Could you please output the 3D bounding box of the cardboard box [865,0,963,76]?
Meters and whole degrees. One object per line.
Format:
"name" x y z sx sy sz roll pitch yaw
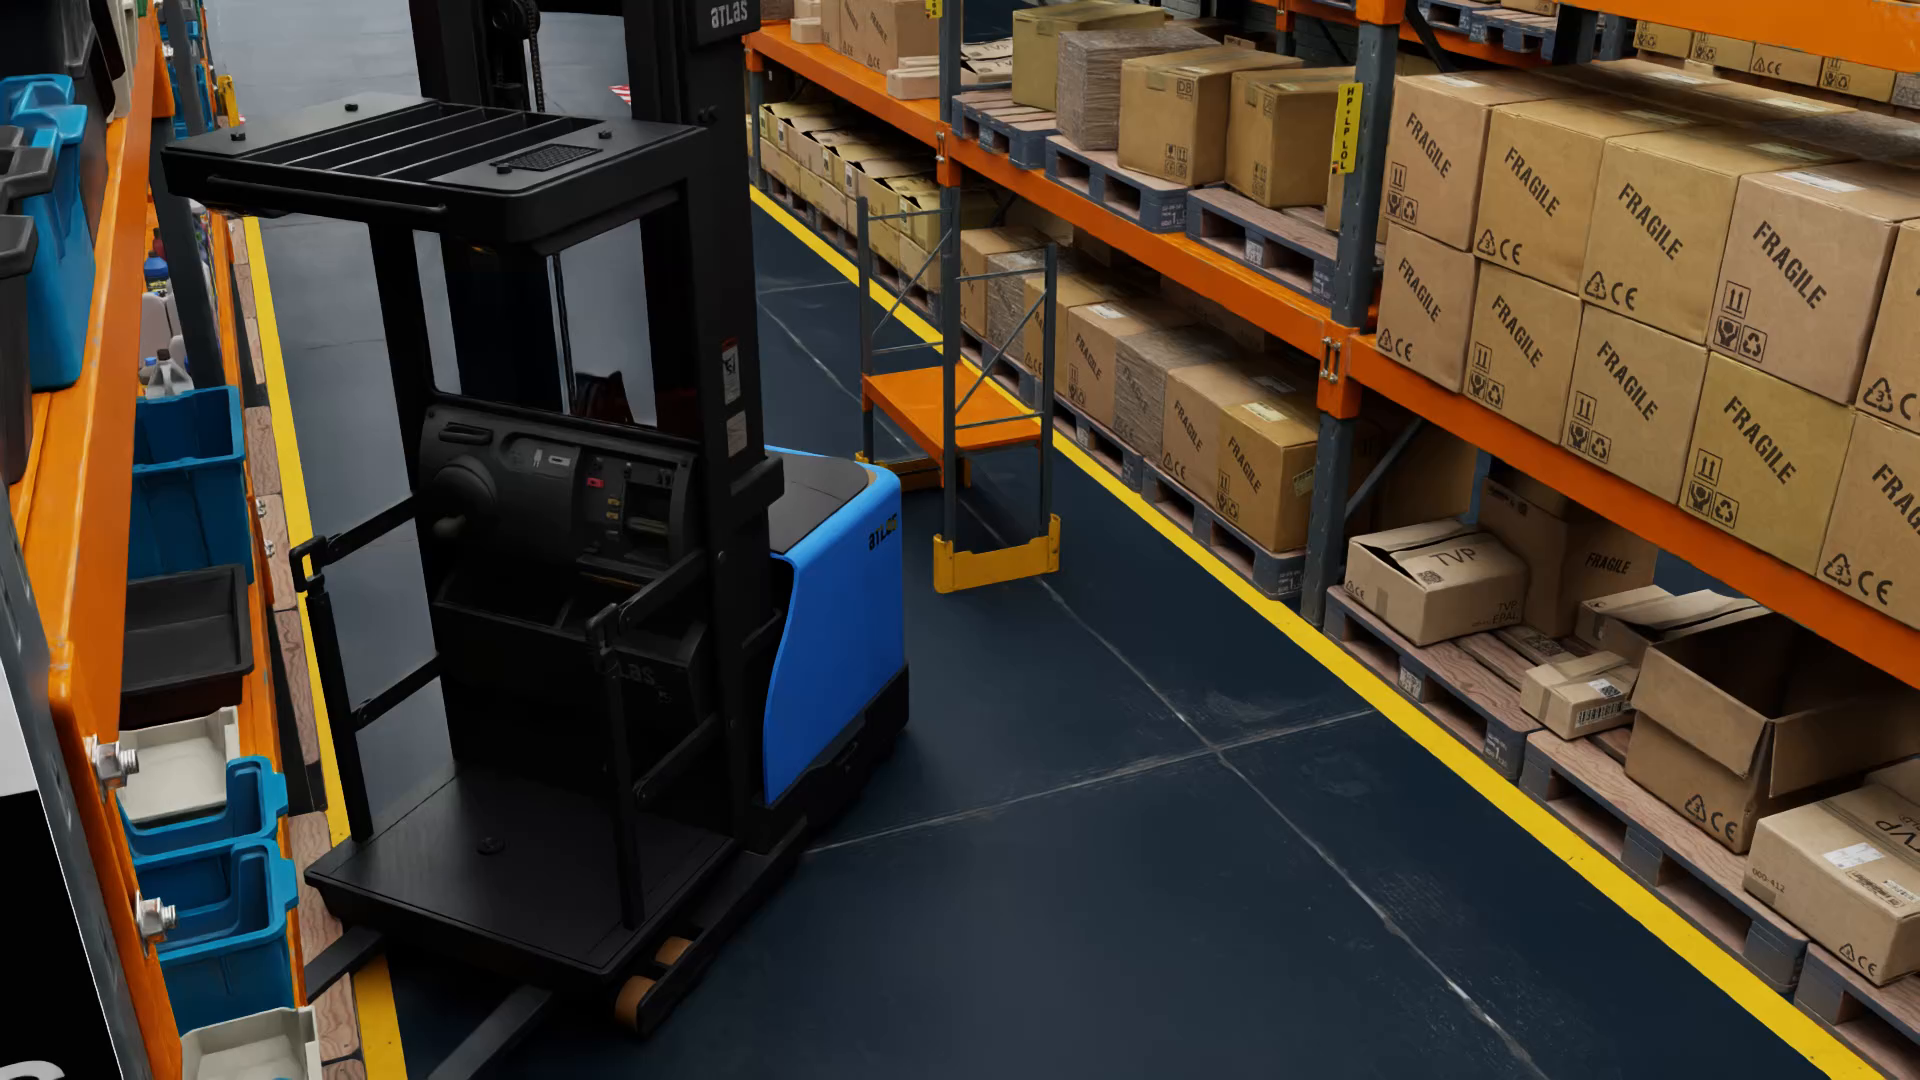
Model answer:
"cardboard box" -0.310 -3.419 11.219 0.500 0.500 0.500 -12 29 -23

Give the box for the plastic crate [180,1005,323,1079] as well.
"plastic crate" -1.173 0.898 2.725 0.250 0.136 0.298 -11 28 -21

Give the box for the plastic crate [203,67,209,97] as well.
"plastic crate" -4.822 -2.715 10.133 0.450 0.188 0.662 -11 28 -21

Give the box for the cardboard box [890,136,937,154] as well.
"cardboard box" -0.186 -2.791 12.063 0.500 0.311 0.500 -11 28 -21

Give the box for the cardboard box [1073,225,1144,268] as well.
"cardboard box" 0.970 -1.751 9.411 0.500 0.250 0.500 -9 28 -19

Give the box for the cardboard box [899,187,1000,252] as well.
"cardboard box" -0.070 -2.073 10.594 0.500 0.311 0.500 -10 28 -19

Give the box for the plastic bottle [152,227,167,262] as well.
"plastic bottle" -3.259 -1.146 6.812 0.061 0.283 0.133 -11 28 -21

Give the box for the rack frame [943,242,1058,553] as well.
"rack frame" 0.166 -0.503 7.071 0.500 1.500 0.032 -11 28 -21

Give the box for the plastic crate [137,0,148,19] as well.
"plastic crate" -2.187 -1.368 3.957 0.450 0.188 0.662 -11 28 -21

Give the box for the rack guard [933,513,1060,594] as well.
"rack guard" 0.165 0.058 7.346 0.587 0.250 0.087 -11 28 -21

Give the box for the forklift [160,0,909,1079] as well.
"forklift" -1.261 -0.102 4.618 1.130 2.935 3.031 11 28 22

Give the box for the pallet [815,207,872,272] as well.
"pallet" -0.398 -2.277 12.173 1.003 0.211 1.213 -11 28 -21

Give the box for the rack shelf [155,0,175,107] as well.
"rack shelf" -3.414 -2.067 5.965 1.077 0.370 4.000 -11 28 -21

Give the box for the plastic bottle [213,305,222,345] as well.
"plastic bottle" -2.844 -0.823 6.244 0.097 0.201 0.097 0 26 0

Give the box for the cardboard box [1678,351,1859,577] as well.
"cardboard box" 2.475 -0.263 4.756 0.500 0.500 0.500 -11 28 -21

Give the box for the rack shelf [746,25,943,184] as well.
"rack shelf" -0.421 -3.183 11.671 1.077 0.370 4.000 -11 28 -21

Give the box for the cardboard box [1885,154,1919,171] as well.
"cardboard box" 2.961 -0.806 4.728 0.500 0.500 0.500 -11 28 -21

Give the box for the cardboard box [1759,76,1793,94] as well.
"cardboard box" 5.273 -2.867 10.466 0.380 0.149 0.250 -10 28 -19

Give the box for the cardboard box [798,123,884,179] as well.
"cardboard box" -0.877 -2.898 12.282 0.500 0.311 0.500 -12 28 -22

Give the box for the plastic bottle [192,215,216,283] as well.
"plastic bottle" -3.175 -1.205 6.855 0.144 0.351 0.185 -11 28 -21

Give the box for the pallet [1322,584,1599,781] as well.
"pallet" 2.197 0.446 6.596 1.003 0.211 1.213 -11 28 -21

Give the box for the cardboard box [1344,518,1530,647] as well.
"cardboard box" 1.894 0.133 6.622 0.500 0.311 0.500 -11 28 -21

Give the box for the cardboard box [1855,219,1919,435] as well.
"cardboard box" 2.662 -0.509 4.119 0.500 0.500 0.500 -10 28 -19

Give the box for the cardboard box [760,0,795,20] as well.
"cardboard box" -1.384 -4.537 13.510 0.700 0.500 0.500 -11 28 -22

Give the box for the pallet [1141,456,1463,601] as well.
"pallet" 1.575 -0.153 7.823 1.003 0.211 1.213 -11 28 -21

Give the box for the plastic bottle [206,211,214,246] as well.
"plastic bottle" -3.413 -1.410 7.445 0.097 0.201 0.097 0 26 0

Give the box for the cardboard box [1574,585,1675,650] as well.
"cardboard box" 2.615 0.321 6.421 0.380 0.149 0.250 -11 28 -21

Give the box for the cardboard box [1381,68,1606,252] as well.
"cardboard box" 1.854 -1.340 5.822 0.500 0.500 0.500 -10 28 -19

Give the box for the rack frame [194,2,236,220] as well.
"rack frame" -5.764 -3.464 11.427 1.000 3.000 0.127 -11 28 -21

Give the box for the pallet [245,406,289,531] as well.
"pallet" -3.850 -0.285 8.094 1.003 0.211 1.213 -11 28 -21

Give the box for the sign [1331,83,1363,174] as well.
"sign" 1.419 -1.508 6.100 0.100 0.325 0.005 -11 28 -21

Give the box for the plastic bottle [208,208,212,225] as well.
"plastic bottle" -3.556 -1.614 7.770 0.061 0.283 0.133 -11 28 -21

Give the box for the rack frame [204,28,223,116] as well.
"rack frame" -7.330 -5.079 14.734 1.000 3.000 0.127 -11 28 -21

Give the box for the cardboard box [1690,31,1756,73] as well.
"cardboard box" 5.070 -3.286 10.586 0.500 0.500 0.500 -10 28 -19

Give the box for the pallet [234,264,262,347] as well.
"pallet" -4.939 -1.408 10.393 1.003 0.211 1.213 -11 28 -21

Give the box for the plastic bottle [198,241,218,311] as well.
"plastic bottle" -3.050 -1.076 6.591 0.144 0.351 0.185 -11 28 -21

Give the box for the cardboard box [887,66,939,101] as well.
"cardboard box" -0.244 -2.902 10.561 0.380 0.149 0.250 -11 28 -21

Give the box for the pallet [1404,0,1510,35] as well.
"pallet" 4.106 -4.258 13.270 1.003 0.211 1.213 -11 28 -21

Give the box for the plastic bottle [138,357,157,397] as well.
"plastic bottle" -2.712 -0.517 5.616 0.097 0.201 0.097 0 26 0

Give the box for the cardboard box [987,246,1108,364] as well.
"cardboard box" 0.488 -1.330 9.404 0.500 0.500 0.500 -12 28 -22

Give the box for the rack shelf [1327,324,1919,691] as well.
"rack shelf" 2.712 0.046 5.056 1.077 0.370 4.000 -11 28 -21

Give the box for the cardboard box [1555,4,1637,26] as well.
"cardboard box" 4.725 -3.982 11.872 0.700 0.500 0.500 -14 29 -27

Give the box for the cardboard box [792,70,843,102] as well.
"cardboard box" -1.098 -3.845 14.007 0.500 0.500 0.500 -11 28 -21

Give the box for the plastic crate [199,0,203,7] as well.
"plastic crate" -6.610 -4.599 13.919 0.499 0.251 0.408 -11 28 -21

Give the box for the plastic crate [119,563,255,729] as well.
"plastic crate" -1.945 0.268 4.028 0.437 0.125 0.590 -11 28 -21

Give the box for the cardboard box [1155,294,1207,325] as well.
"cardboard box" 1.358 -1.017 8.761 0.500 0.500 0.500 -12 28 -23

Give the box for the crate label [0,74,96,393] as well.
"crate label" -1.128 -0.329 1.756 0.408 0.251 0.502 -11 28 -21

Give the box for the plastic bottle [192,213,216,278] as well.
"plastic bottle" -3.199 -1.246 7.016 0.061 0.283 0.133 -11 28 -21

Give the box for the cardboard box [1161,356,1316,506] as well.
"cardboard box" 1.286 -0.510 7.723 0.500 0.500 0.500 -10 28 -20

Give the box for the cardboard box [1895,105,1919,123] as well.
"cardboard box" 5.635 -2.441 9.595 0.380 0.149 0.250 -11 28 -22

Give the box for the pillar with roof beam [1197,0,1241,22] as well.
"pillar with roof beam" -1.105 -8.604 15.115 9.100 9.000 0.400 -11 28 -21

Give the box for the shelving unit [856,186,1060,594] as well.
"shelving unit" -0.030 -0.705 7.484 0.587 1.500 1.083 -11 28 -21

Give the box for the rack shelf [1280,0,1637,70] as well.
"rack shelf" 4.135 -4.036 13.417 1.077 0.370 4.000 -11 28 -21

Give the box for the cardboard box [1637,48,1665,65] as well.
"cardboard box" 4.834 -3.275 11.303 0.380 0.149 0.250 -11 28 -21

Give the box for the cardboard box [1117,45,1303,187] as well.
"cardboard box" 1.180 -2.021 7.877 0.700 0.500 0.500 -19 32 -33

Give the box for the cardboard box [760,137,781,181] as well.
"cardboard box" -1.274 -3.062 13.257 0.500 0.250 0.500 -11 28 -22

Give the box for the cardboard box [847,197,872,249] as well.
"cardboard box" -0.468 -2.234 11.562 0.500 0.250 0.500 -10 28 -19
